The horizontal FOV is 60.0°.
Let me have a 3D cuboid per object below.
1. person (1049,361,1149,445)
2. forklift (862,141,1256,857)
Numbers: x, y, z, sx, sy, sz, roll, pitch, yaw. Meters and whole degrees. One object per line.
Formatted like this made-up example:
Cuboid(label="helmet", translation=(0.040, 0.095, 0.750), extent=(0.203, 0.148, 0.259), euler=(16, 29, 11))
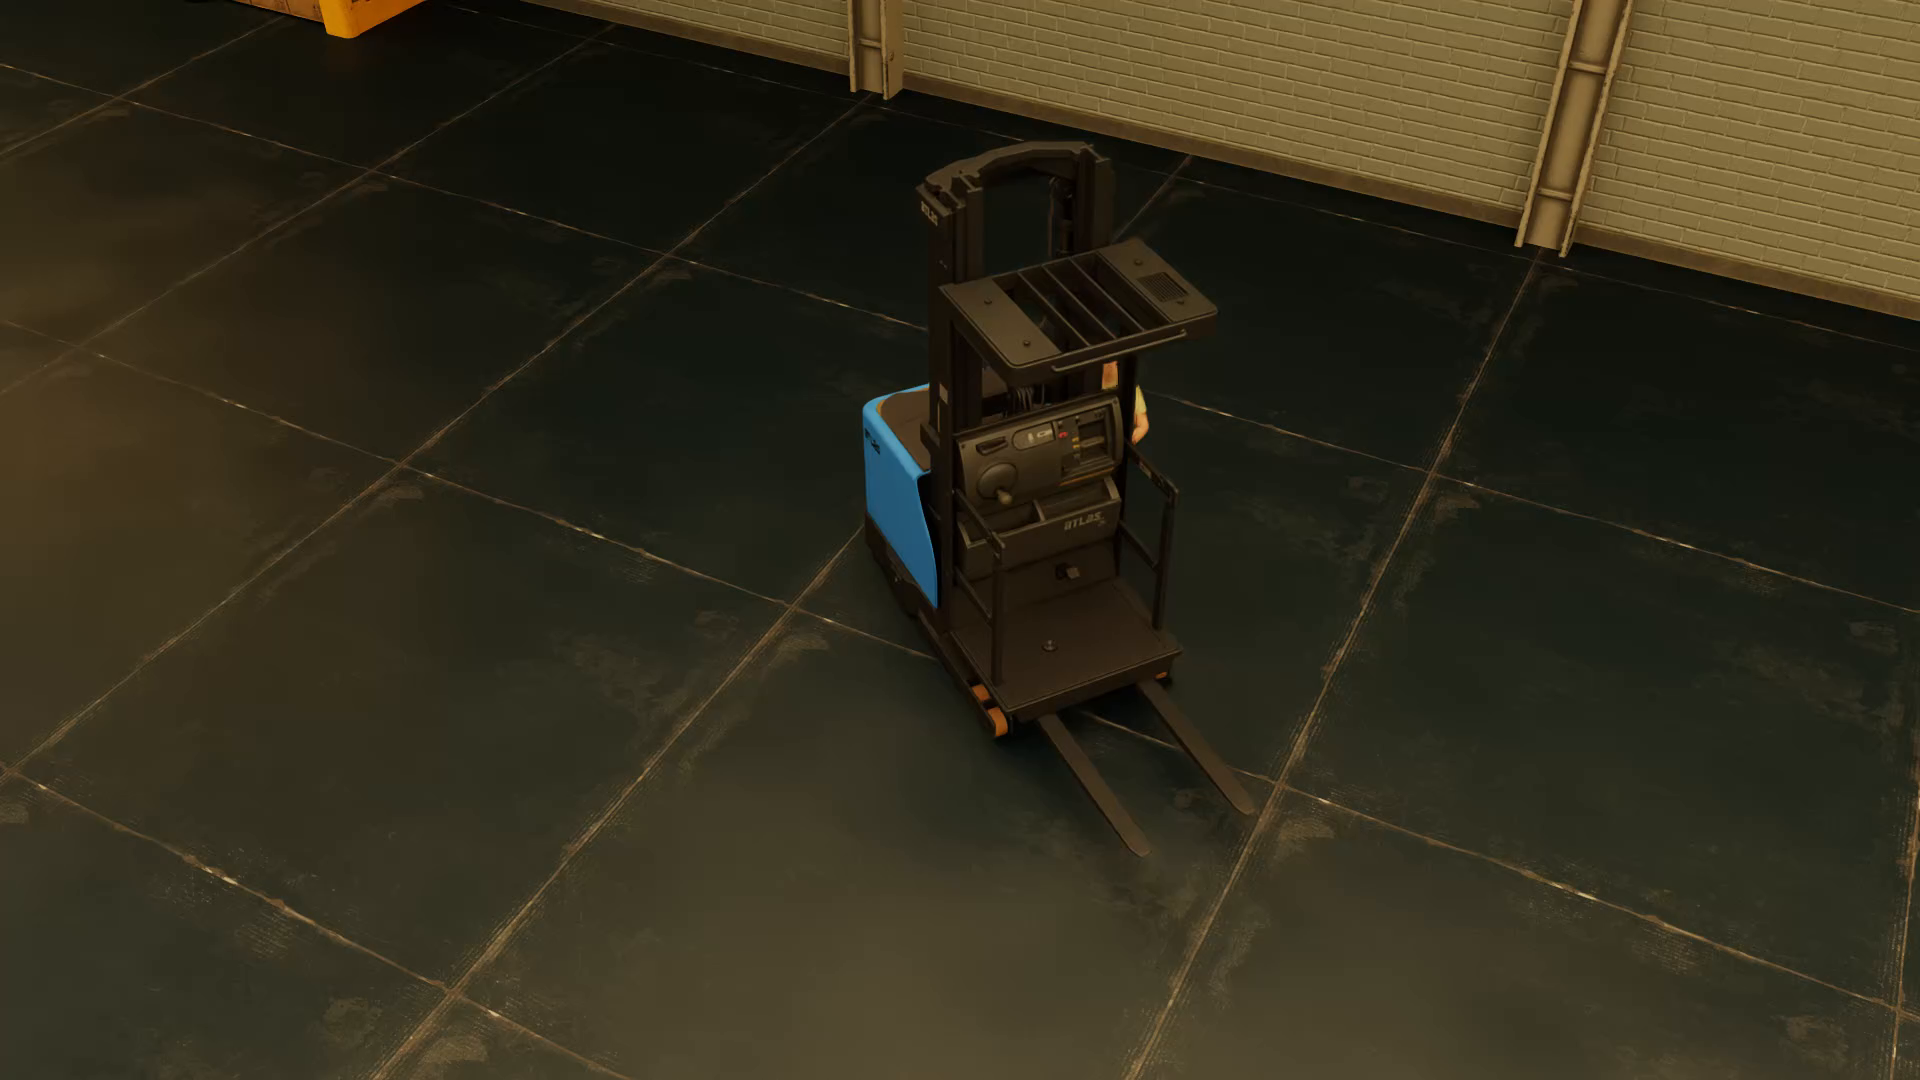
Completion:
Cuboid(label="person", translation=(0.686, -0.482, 9.760), extent=(0.728, 1.461, 0.820), euler=(17, 43, 19))
Cuboid(label="forklift", translation=(0.519, -0.379, 8.437), extent=(1.130, 2.935, 3.031), euler=(-17, 43, -19))
